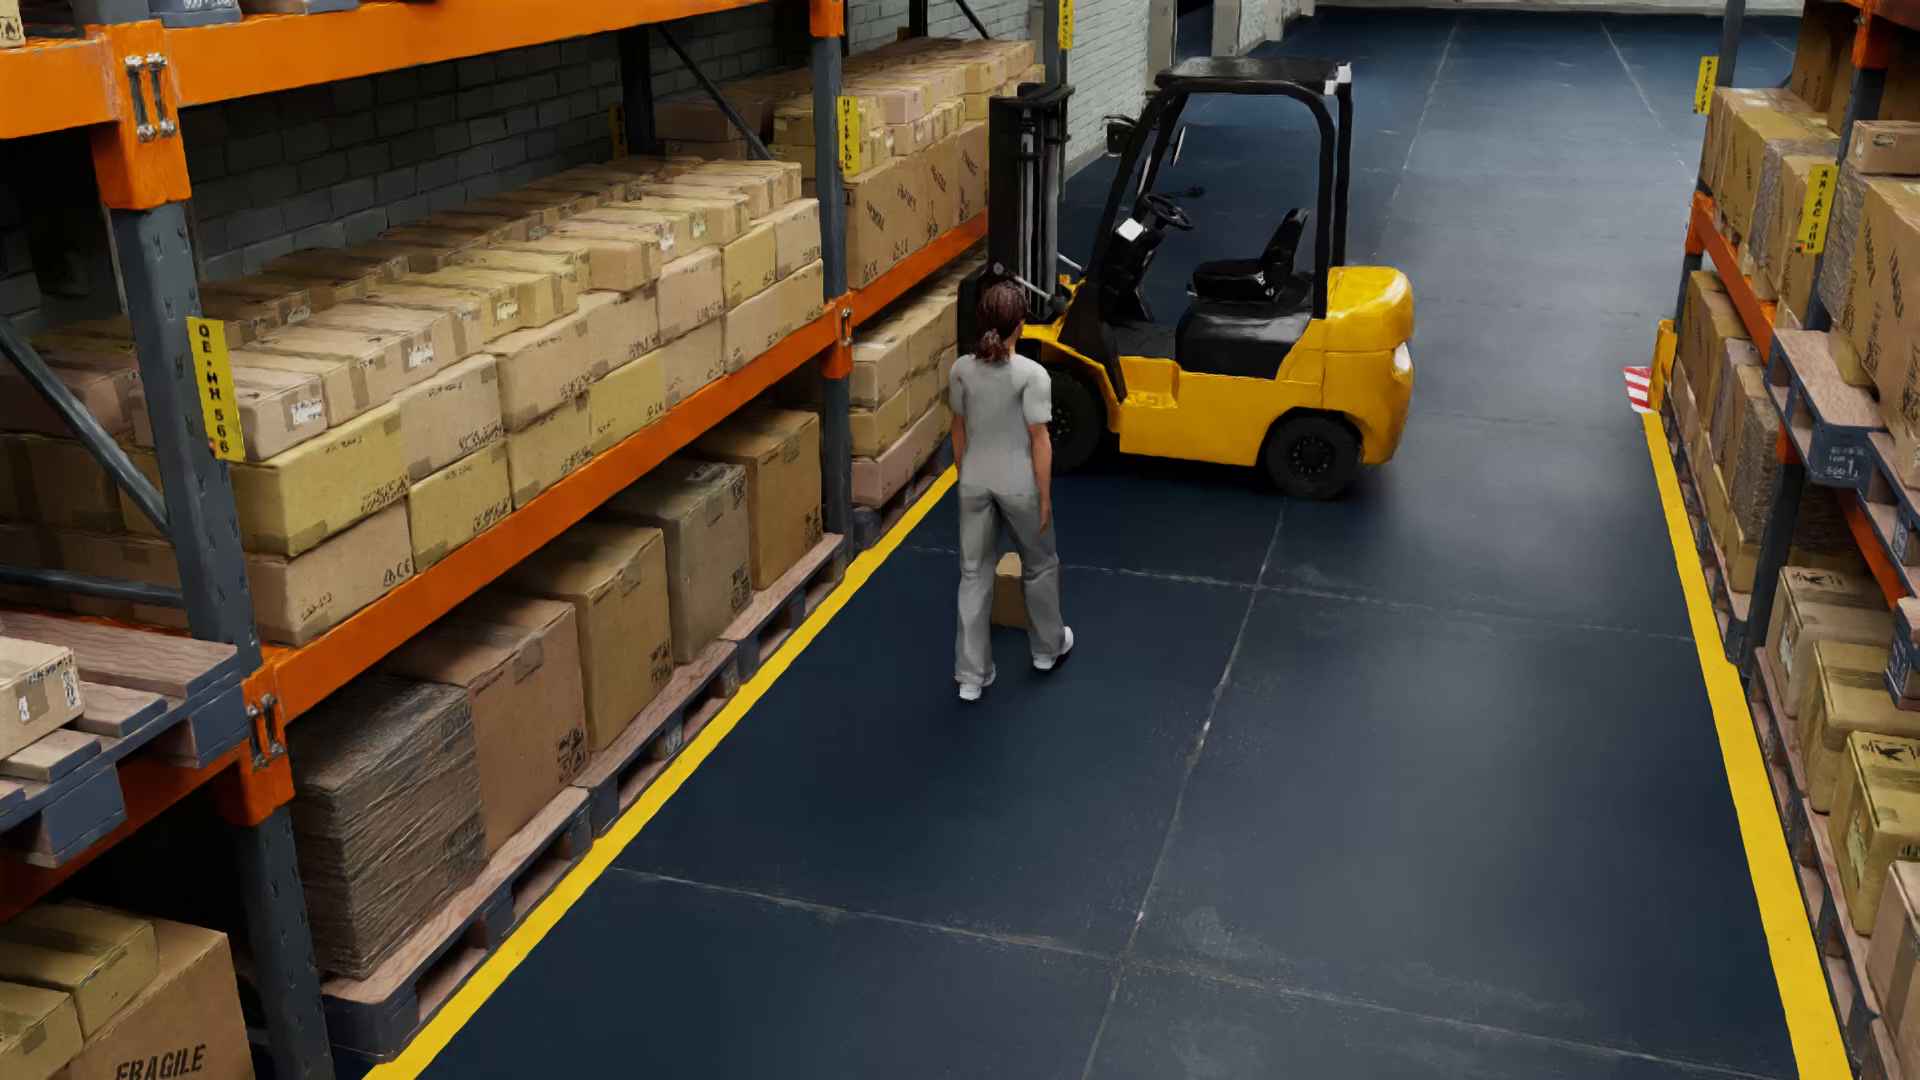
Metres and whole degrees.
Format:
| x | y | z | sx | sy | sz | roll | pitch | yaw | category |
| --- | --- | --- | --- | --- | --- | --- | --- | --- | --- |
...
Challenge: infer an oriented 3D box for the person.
| x | y | z | sx | sy | sz | roll | pitch | yaw | category |
| --- | --- | --- | --- | --- | --- | --- | --- | --- | --- |
| 0.197 | -0.225 | 6.633 | 0.440 | 1.660 | 0.682 | 8 | 23 | 19 | person |
